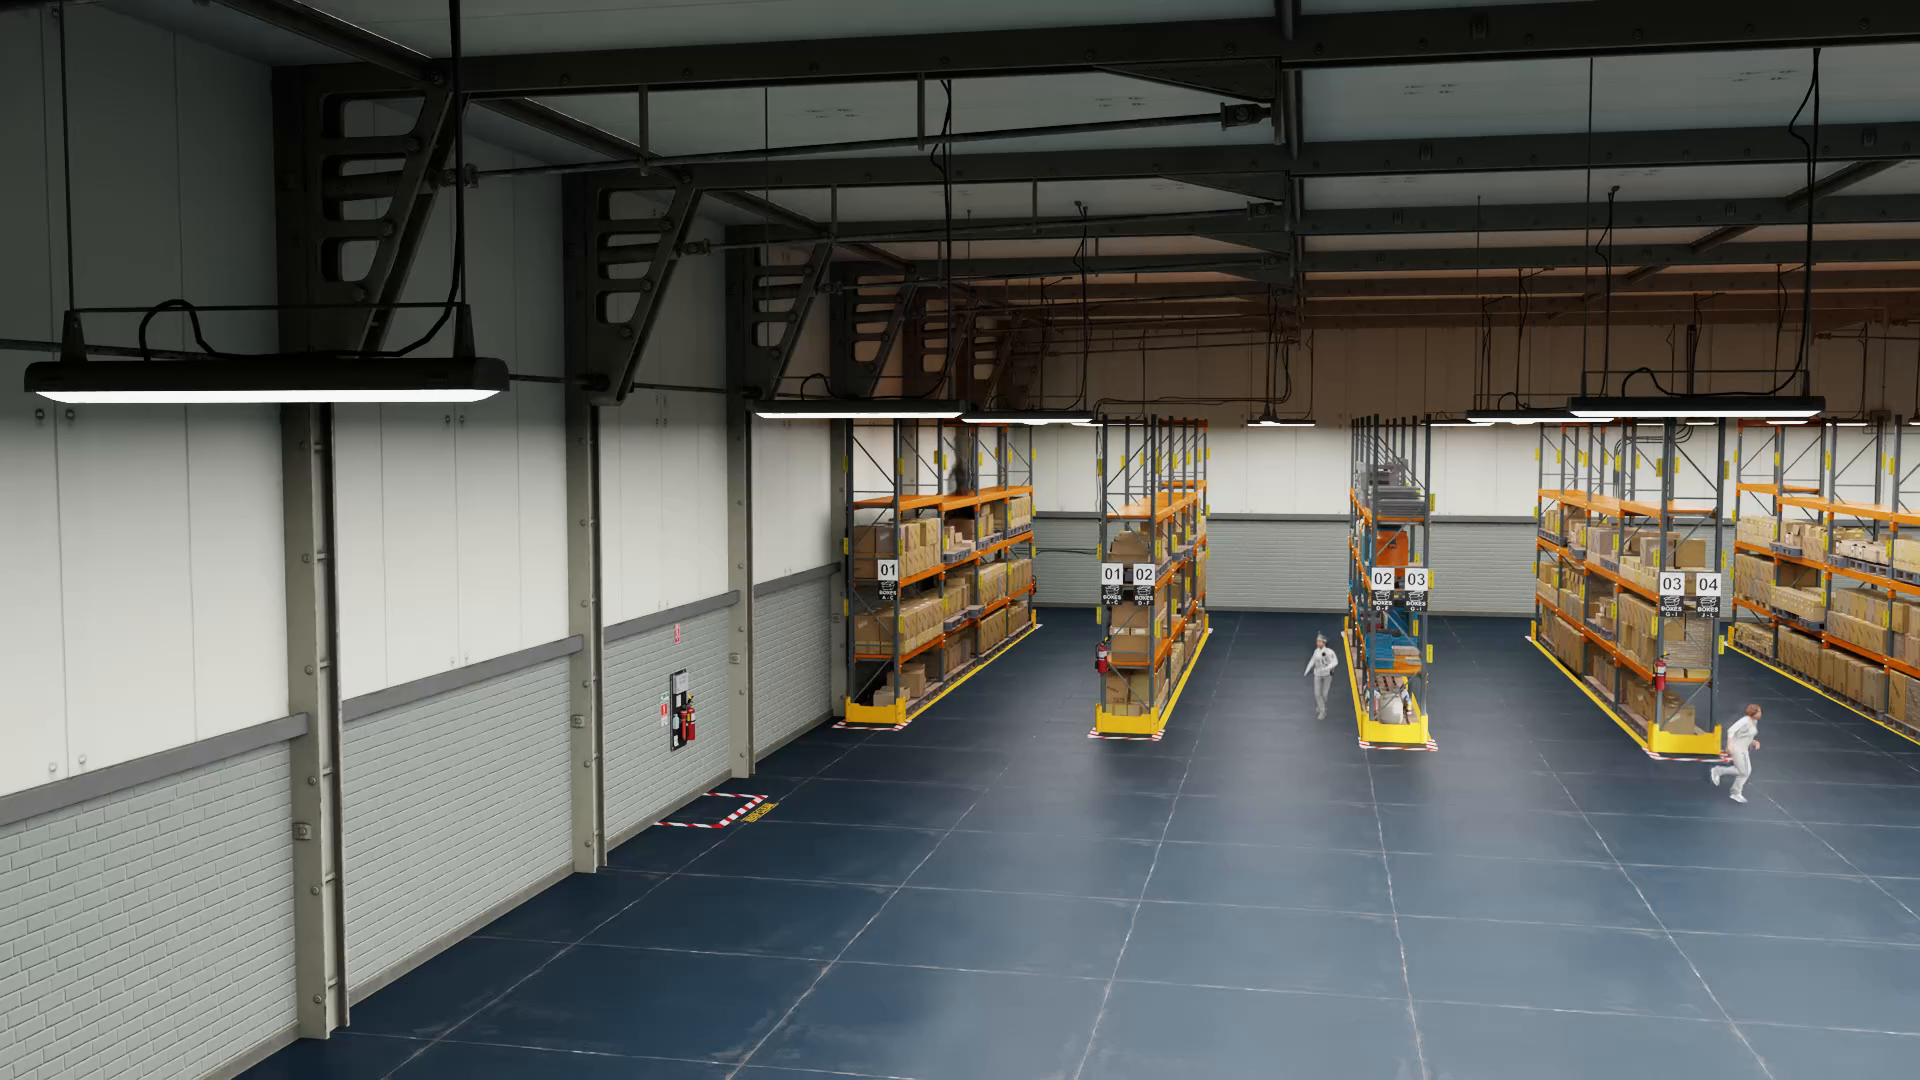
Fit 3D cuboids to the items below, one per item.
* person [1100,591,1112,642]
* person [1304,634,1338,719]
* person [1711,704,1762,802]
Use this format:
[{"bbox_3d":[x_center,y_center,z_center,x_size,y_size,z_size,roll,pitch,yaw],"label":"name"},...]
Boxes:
[{"bbox_3d":[4.060,1.900,44.654,0.645,1.654,0.904,1,4,12],"label":"person"},{"bbox_3d":[7.173,2.715,33.102,0.731,1.685,0.546,3,5,34],"label":"person"},{"bbox_3d":[12.000,3.269,25.704,0.721,1.538,0.533,4,5,43],"label":"person"}]
